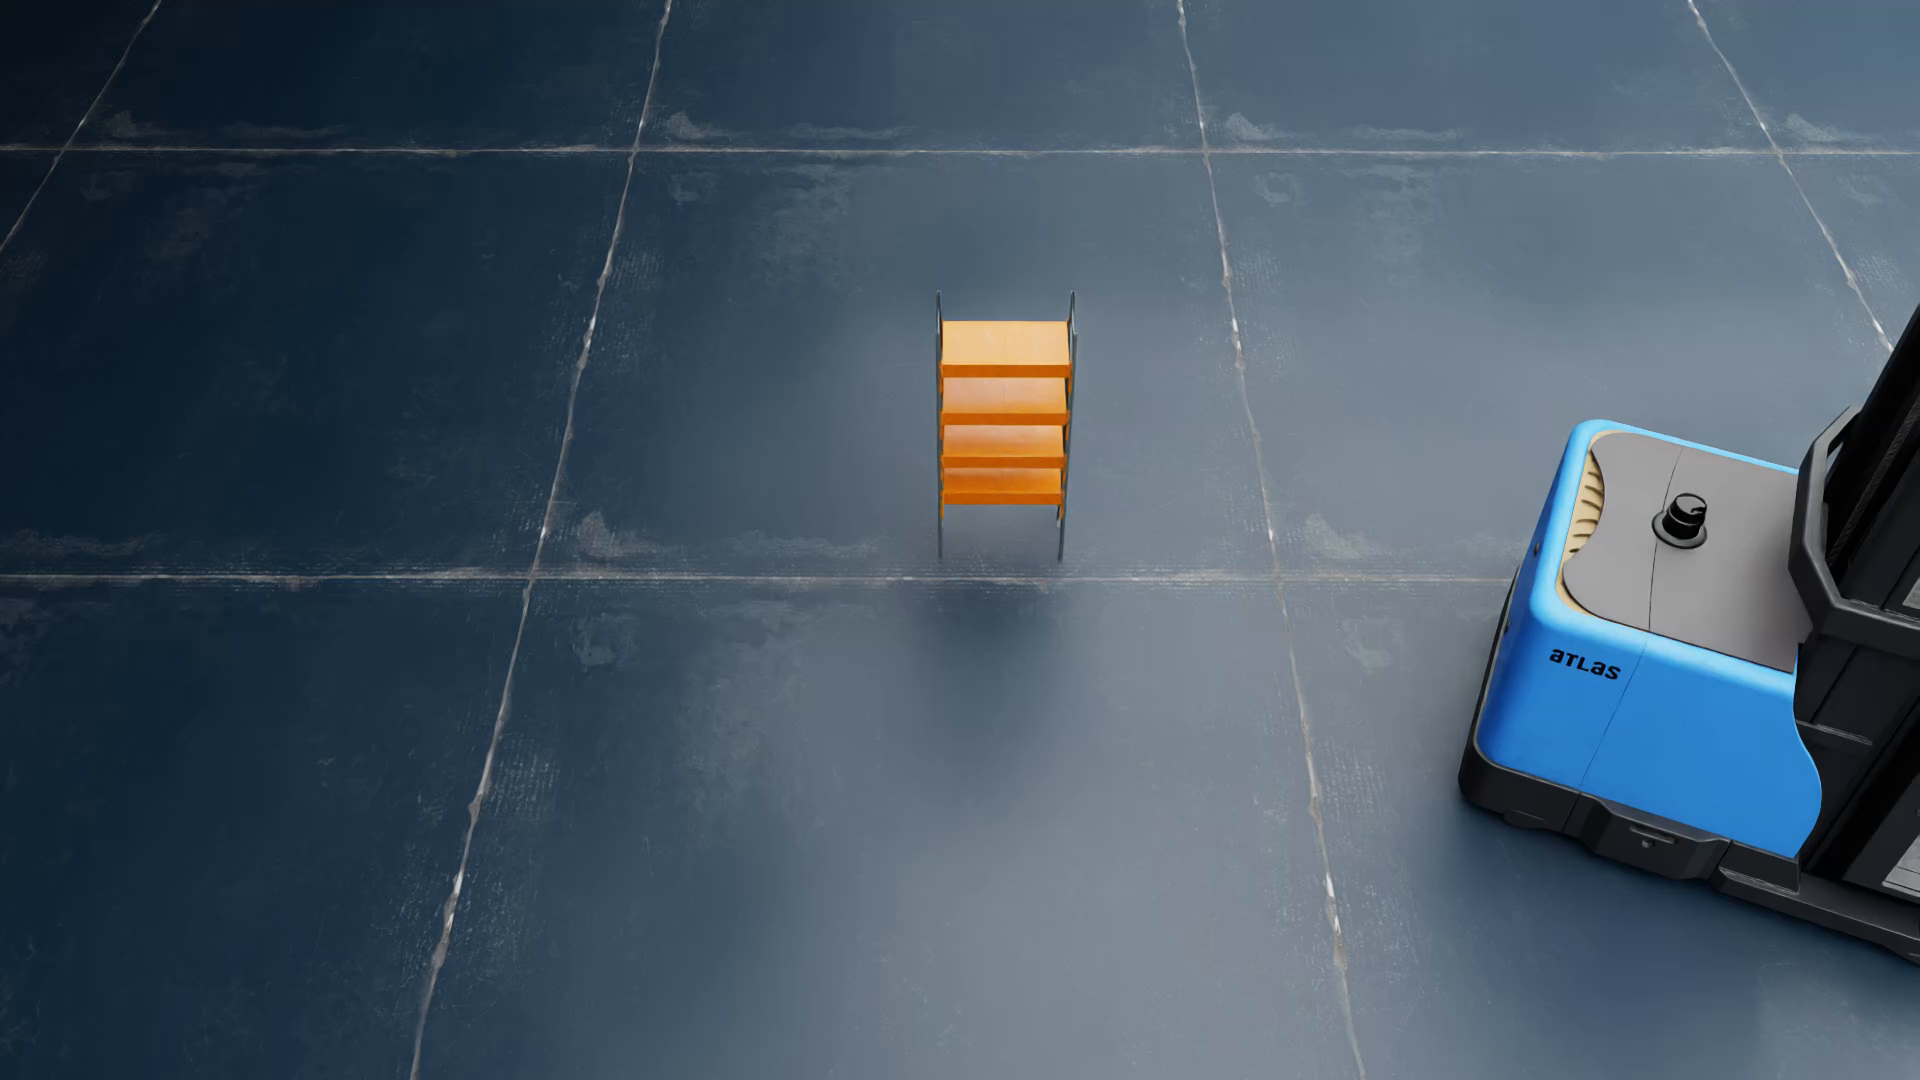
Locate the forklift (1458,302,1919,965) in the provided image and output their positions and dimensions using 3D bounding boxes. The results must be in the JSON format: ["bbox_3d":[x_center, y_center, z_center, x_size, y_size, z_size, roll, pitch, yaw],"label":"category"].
[{"bbox_3d":[3.341,0.041,4.790,3.031,2.935,1.130,17,49,15],"label":"forklift"}]

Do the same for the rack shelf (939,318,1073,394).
[{"bbox_3d":[0.166,-0.676,6.104,0.480,0.148,0.258,0,47,0],"label":"rack shelf"}]

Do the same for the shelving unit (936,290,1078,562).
[{"bbox_3d":[0.166,-0.408,6.391,0.503,1.200,0.258,0,47,0],"label":"shelving unit"}]

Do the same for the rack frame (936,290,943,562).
[{"bbox_3d":[-0.078,-0.409,6.392,0.015,1.200,0.240,0,47,0],"label":"rack frame"}]

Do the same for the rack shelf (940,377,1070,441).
[{"bbox_3d":[0.166,-0.515,6.277,0.480,0.148,0.258,0,47,0],"label":"rack shelf"}]

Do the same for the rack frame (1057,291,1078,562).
[{"bbox_3d":[0.410,-0.408,6.391,0.015,1.200,0.240,0,47,0],"label":"rack frame"}]

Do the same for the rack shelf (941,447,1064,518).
[{"bbox_3d":[0.166,-0.227,6.586,0.480,0.148,0.258,0,47,0],"label":"rack shelf"}]

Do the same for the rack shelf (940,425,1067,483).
[{"bbox_3d":[0.166,-0.362,6.440,0.480,0.148,0.258,0,47,0],"label":"rack shelf"}]
